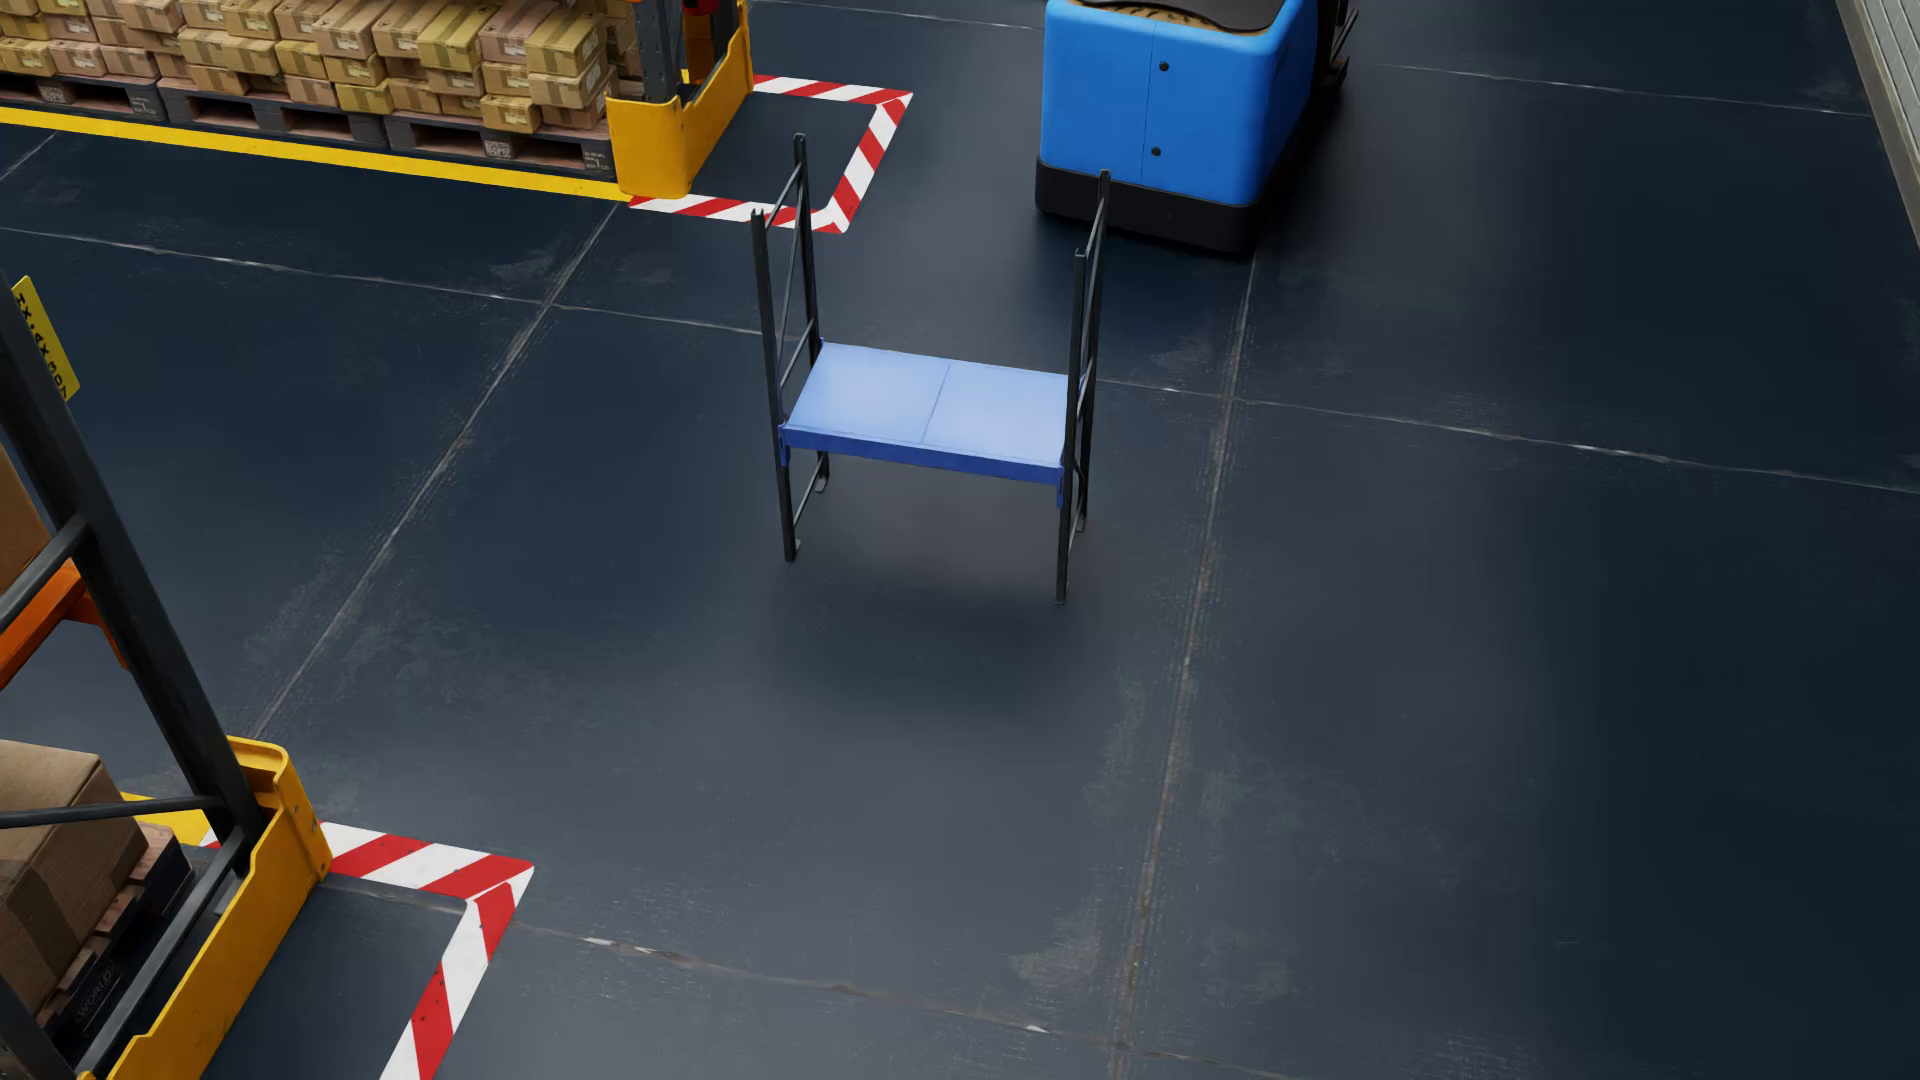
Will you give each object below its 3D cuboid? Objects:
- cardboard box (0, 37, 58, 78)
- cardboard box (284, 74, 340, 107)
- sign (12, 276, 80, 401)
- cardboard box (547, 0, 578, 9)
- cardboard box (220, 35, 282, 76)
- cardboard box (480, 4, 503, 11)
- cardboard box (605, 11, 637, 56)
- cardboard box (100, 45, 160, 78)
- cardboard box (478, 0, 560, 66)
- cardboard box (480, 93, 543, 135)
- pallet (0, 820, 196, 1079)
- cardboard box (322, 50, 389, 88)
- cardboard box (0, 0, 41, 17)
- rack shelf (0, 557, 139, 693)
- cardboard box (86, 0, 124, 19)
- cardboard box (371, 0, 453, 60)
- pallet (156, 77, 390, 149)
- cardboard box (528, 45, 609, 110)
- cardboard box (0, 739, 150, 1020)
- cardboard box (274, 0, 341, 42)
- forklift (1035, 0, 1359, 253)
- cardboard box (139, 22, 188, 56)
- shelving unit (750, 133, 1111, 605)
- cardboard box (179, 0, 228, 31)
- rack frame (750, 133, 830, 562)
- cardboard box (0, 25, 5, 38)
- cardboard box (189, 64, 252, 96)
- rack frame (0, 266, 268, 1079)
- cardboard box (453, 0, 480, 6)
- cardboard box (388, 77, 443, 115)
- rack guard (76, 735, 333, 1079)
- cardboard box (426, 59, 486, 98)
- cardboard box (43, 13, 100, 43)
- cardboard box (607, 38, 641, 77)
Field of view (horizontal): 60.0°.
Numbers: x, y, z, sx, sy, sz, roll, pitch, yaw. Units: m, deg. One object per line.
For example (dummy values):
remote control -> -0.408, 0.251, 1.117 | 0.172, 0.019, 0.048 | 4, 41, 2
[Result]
cardboard box -> -4.646, -2.522, 8.460 | 0.250, 0.149, 0.380 | 10, 45, 10
cardboard box -> -3.127, -2.316, 8.246 | 0.250, 0.149, 0.380 | 10, 45, 10
sign -> -2.142, -0.455, 3.878 | 0.005, 0.325, 0.100 | 9, 45, 9
cardboard box -> -2.020, -2.713, 8.230 | 0.250, 0.149, 0.380 | 10, 45, 10
cardboard box -> -3.401, -2.445, 8.165 | 0.250, 0.149, 0.380 | 9, 45, 9
cardboard box -> -2.255, -2.646, 8.375 | 0.250, 0.149, 0.380 | 9, 45, 10
cardboard box -> -1.742, -2.590, 8.316 | 0.250, 0.149, 0.380 | 11, 45, 11
cardboard box -> -4.133, -2.515, 8.453 | 0.250, 0.149, 0.380 | 8, 44, 8
cardboard box -> -2.092, -2.429, 7.935 | 0.250, 0.149, 0.380 | 10, 45, 10
cardboard box -> -2.119, -2.138, 8.061 | 0.250, 0.149, 0.380 | 10, 45, 10
pallet -> -3.067, 1.197, 4.855 | 1.213, 0.211, 1.003 | 9, 45, 9
cardboard box -> -2.880, -2.370, 8.088 | 0.250, 0.149, 0.380 | 9, 45, 10
cardboard box -> -4.644, -2.775, 8.294 | 0.250, 0.149, 0.380 | 11, 45, 11
rack shelf -> -4.221, 0.216, 4.381 | 4.000, 0.370, 1.077 | 9, 45, 9
cardboard box -> -4.127, -2.746, 8.264 | 0.250, 0.149, 0.380 | 8, 44, 8
cardboard box -> -2.611, -2.465, 7.971 | 0.250, 0.149, 0.380 | 7, 44, 7
pallet -> -3.333, -2.445, 8.638 | 1.213, 0.211, 1.003 | 9, 45, 9
cardboard box -> -1.865, -2.223, 7.935 | 0.250, 0.149, 0.380 | 8, 44, 8
cardboard box -> -2.935, 1.000, 4.593 | 0.875, 0.438, 0.875 | 7, 44, 8
cardboard box -> -3.118, -2.583, 8.094 | 0.250, 0.149, 0.380 | 7, 44, 8
forklift -> 1.380, -3.385, 7.653 | 1.130, 2.935, 3.031 | 16, 46, 16
cardboard box -> -3.869, -2.580, 8.306 | 0.250, 0.149, 0.380 | 11, 45, 11
shelving unit -> -0.083, -0.553, 5.743 | 1.048, 1.500, 0.538 | 9, 45, 9
cardboard box -> -3.612, -2.667, 8.182 | 0.250, 0.149, 0.380 | 7, 44, 7
rack frame -> -0.579, -0.630, 5.823 | 0.032, 1.500, 0.500 | 9, 45, 9
cardboard box -> -4.907, -2.671, 8.400 | 0.250, 0.149, 0.380 | 11, 45, 11
cardboard box -> -3.630, -2.393, 8.327 | 0.250, 0.149, 0.380 | 8, 44, 8
rack frame -> -2.269, 0.260, 3.817 | 0.127, 3.000, 1.000 | 9, 45, 9
cardboard box -> -2.498, -2.820, 8.340 | 0.250, 0.149, 0.380 | 7, 44, 7
cardboard box -> -2.602, -2.265, 8.193 | 0.250, 0.149, 0.380 | 9, 45, 9
rack guard -> -2.246, 1.164, 4.680 | 0.348, 0.500, 1.175 | 9, 45, 9
cardboard box -> -2.372, -2.301, 8.016 | 0.250, 0.149, 0.380 | 7, 44, 7
cardboard box -> -4.395, -2.681, 8.410 | 0.250, 0.149, 0.380 | 9, 45, 9
cardboard box -> -1.729, -2.525, 8.464 | 0.250, 0.149, 0.380 | 10, 45, 10
